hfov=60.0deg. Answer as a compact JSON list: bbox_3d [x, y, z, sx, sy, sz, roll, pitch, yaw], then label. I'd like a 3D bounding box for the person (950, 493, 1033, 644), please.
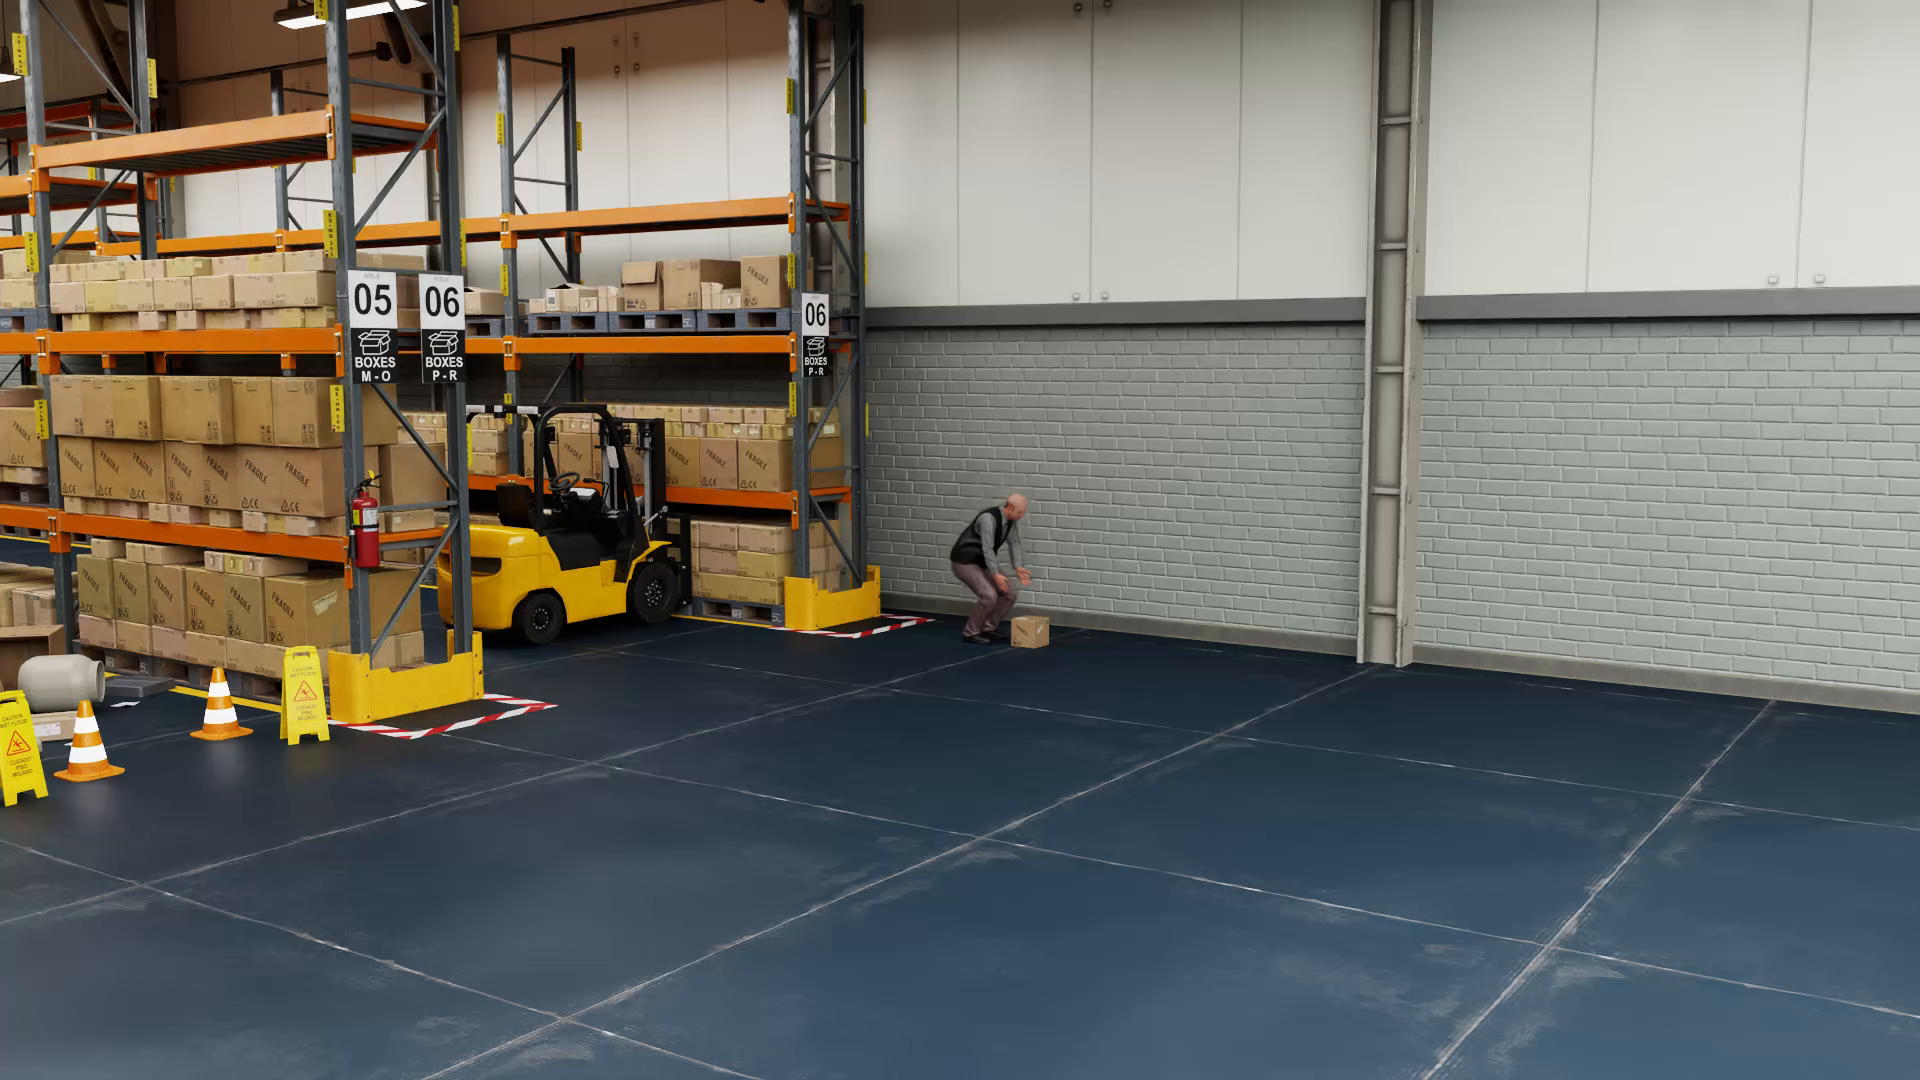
[{"bbox_3d":[0.291,0.246,15.257,0.727,1.375,0.591,4,8,34],"label":"person"}]
